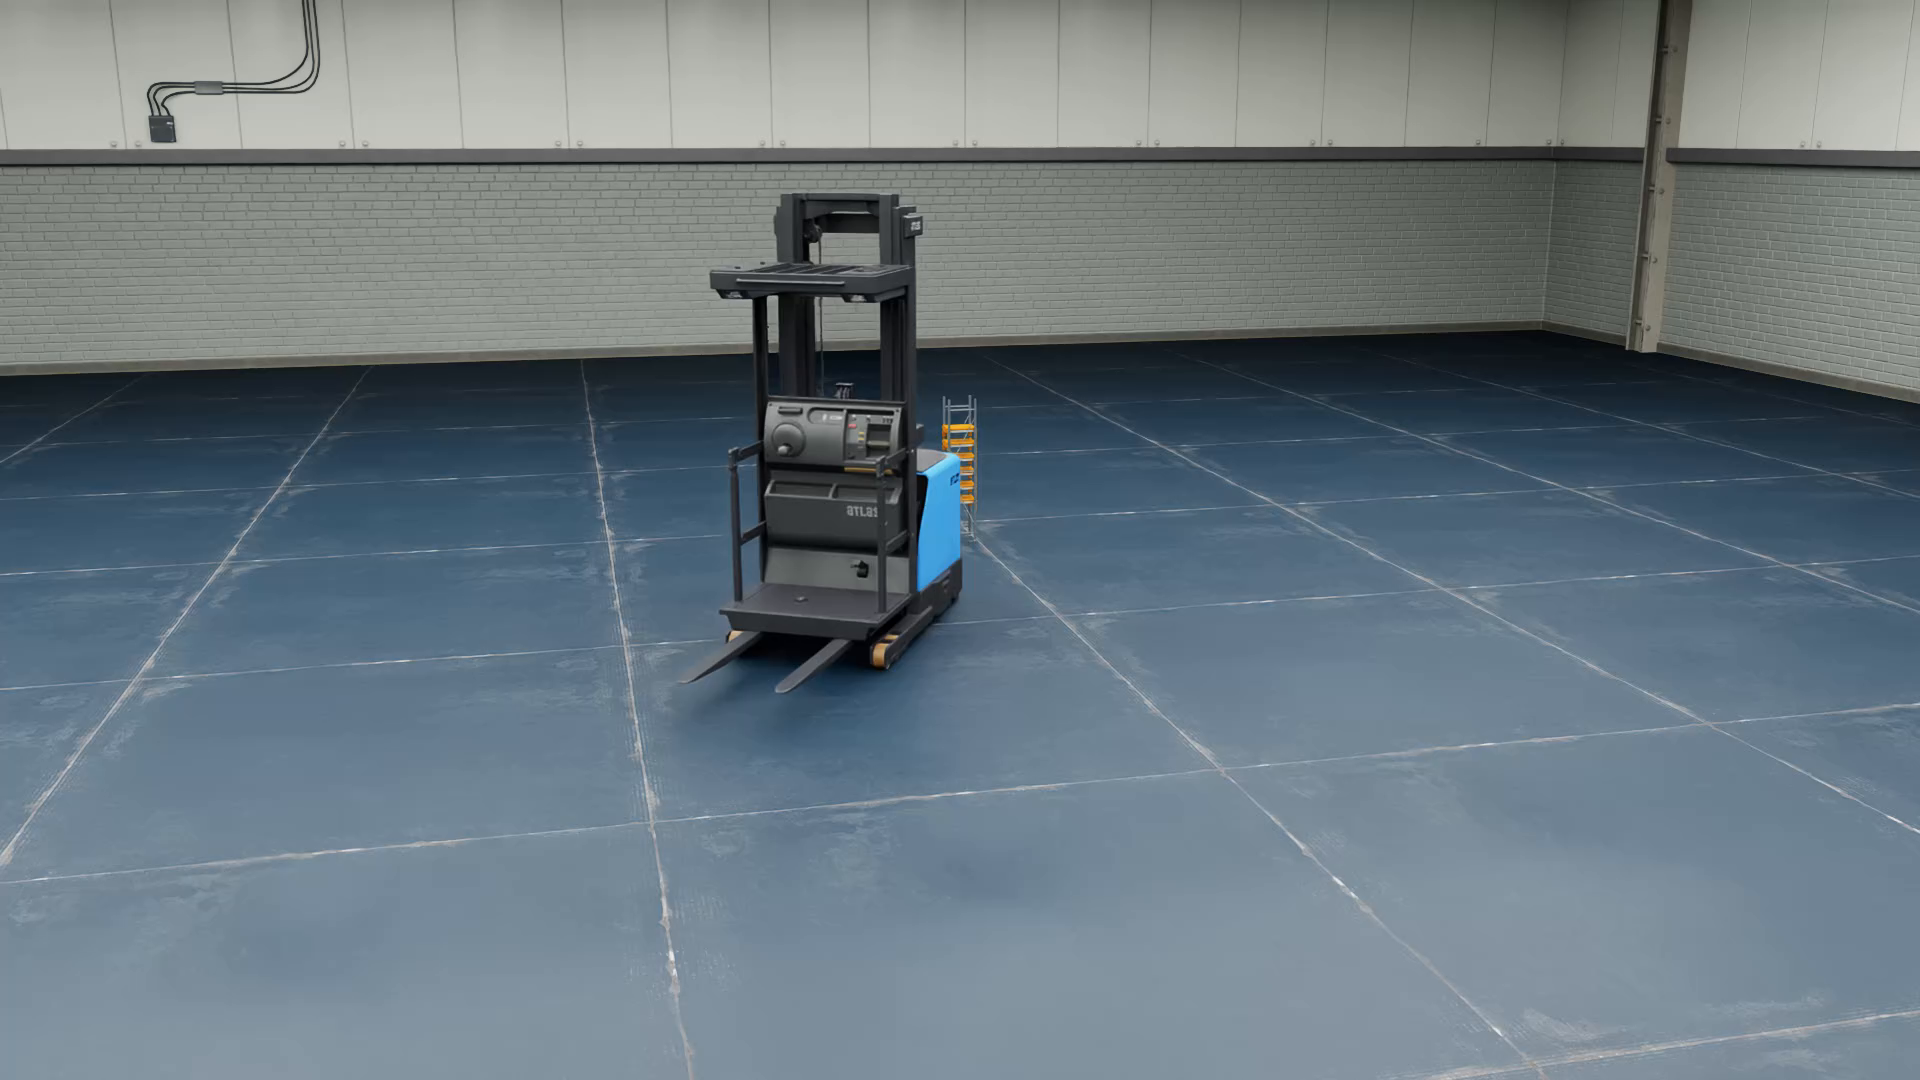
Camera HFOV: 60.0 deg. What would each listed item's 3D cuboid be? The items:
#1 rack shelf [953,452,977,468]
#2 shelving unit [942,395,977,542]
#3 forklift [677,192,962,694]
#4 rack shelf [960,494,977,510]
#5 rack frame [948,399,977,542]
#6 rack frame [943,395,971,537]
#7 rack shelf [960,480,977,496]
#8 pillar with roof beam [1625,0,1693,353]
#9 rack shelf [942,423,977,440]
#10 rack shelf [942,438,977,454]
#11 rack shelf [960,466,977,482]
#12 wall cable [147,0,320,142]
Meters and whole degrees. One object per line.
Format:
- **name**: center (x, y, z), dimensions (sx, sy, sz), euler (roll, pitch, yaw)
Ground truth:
- **rack shelf**: center (-0.003, -0.660, 13.780), dimensions (0.258, 0.103, 0.180), euler (-3, 14, -13)
- **shelving unit**: center (-0.003, -0.586, 13.798), dimensions (0.258, 1.200, 0.189), euler (-3, 14, -13)
- **forklift**: center (-0.891, -0.707, 10.647), dimensions (1.130, 2.935, 3.031), euler (4, 14, 16)
- **rack shelf**: center (-0.003, -0.310, 13.866), dimensions (0.258, 0.103, 0.180), euler (-3, 14, -13)
- **rack frame**: center (0.018, -0.565, 13.712), dimensions (0.240, 1.200, 0.006), euler (-3, 14, -13)
- **rack frame**: center (-0.025, -0.607, 13.885), dimensions (0.240, 1.200, 0.006), euler (-3, 14, -13)
- **rack shelf**: center (-0.003, -0.426, 13.837), dimensions (0.258, 0.103, 0.180), euler (-3, 14, -13)
- **pillar with roof beam**: center (6.502, -7.099, 24.022), dimensions (9.100, 9.000, 0.400), euler (-3, 14, -13)
- **rack shelf**: center (-0.003, -0.893, 13.723), dimensions (0.258, 0.103, 0.180), euler (-3, 14, -13)
- **rack shelf**: center (-0.003, -0.776, 13.752), dimensions (0.258, 0.103, 0.180), euler (-3, 14, -13)
- **rack shelf**: center (-0.003, -0.543, 13.809), dimensions (0.258, 0.103, 0.180), euler (-3, 14, -13)
- **wall cable**: center (-10.107, -8.514, 22.648), dimensions (2.305, 6.003, 0.169), euler (-3, 14, -13)
